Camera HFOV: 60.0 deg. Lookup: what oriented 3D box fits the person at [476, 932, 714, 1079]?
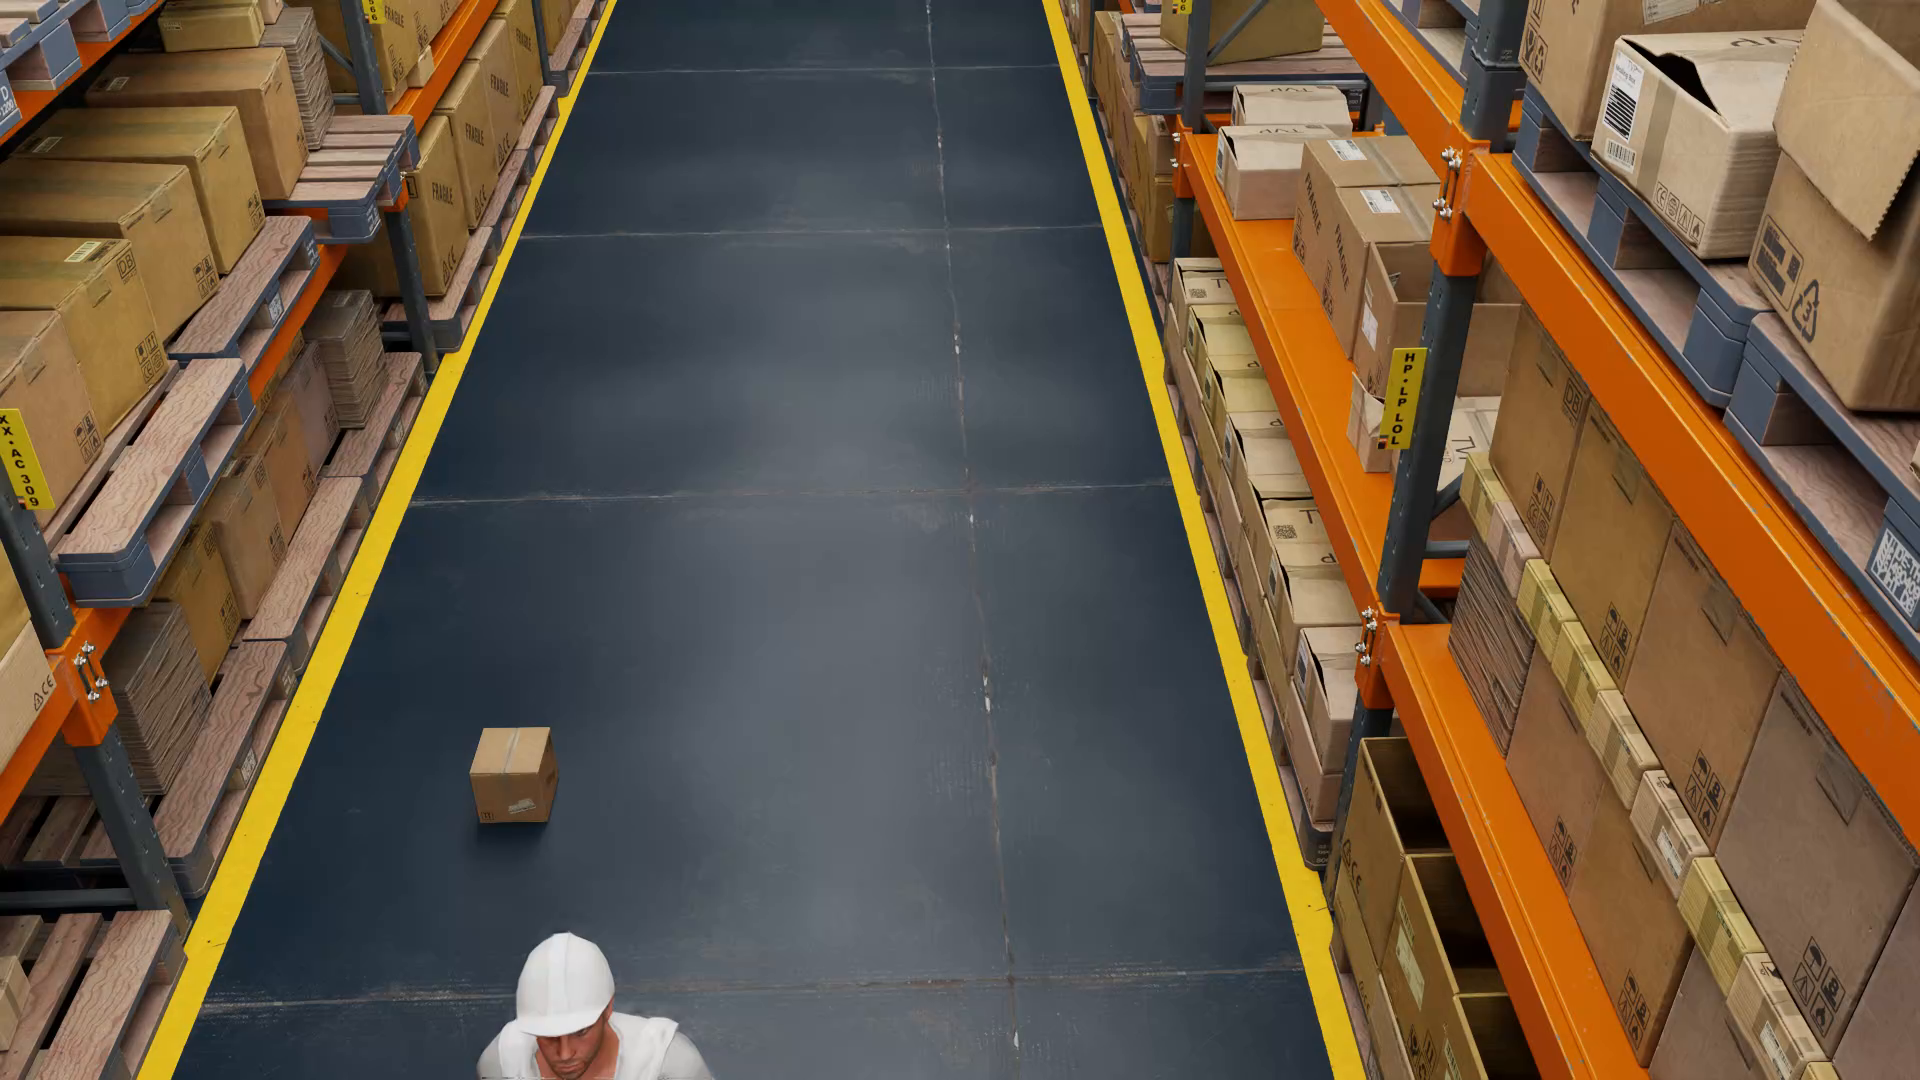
[{"bbox_3d":[-0.779,1.605,3.827,0.583,1.740,1.057,-4,35,-5],"label":"person"}]
